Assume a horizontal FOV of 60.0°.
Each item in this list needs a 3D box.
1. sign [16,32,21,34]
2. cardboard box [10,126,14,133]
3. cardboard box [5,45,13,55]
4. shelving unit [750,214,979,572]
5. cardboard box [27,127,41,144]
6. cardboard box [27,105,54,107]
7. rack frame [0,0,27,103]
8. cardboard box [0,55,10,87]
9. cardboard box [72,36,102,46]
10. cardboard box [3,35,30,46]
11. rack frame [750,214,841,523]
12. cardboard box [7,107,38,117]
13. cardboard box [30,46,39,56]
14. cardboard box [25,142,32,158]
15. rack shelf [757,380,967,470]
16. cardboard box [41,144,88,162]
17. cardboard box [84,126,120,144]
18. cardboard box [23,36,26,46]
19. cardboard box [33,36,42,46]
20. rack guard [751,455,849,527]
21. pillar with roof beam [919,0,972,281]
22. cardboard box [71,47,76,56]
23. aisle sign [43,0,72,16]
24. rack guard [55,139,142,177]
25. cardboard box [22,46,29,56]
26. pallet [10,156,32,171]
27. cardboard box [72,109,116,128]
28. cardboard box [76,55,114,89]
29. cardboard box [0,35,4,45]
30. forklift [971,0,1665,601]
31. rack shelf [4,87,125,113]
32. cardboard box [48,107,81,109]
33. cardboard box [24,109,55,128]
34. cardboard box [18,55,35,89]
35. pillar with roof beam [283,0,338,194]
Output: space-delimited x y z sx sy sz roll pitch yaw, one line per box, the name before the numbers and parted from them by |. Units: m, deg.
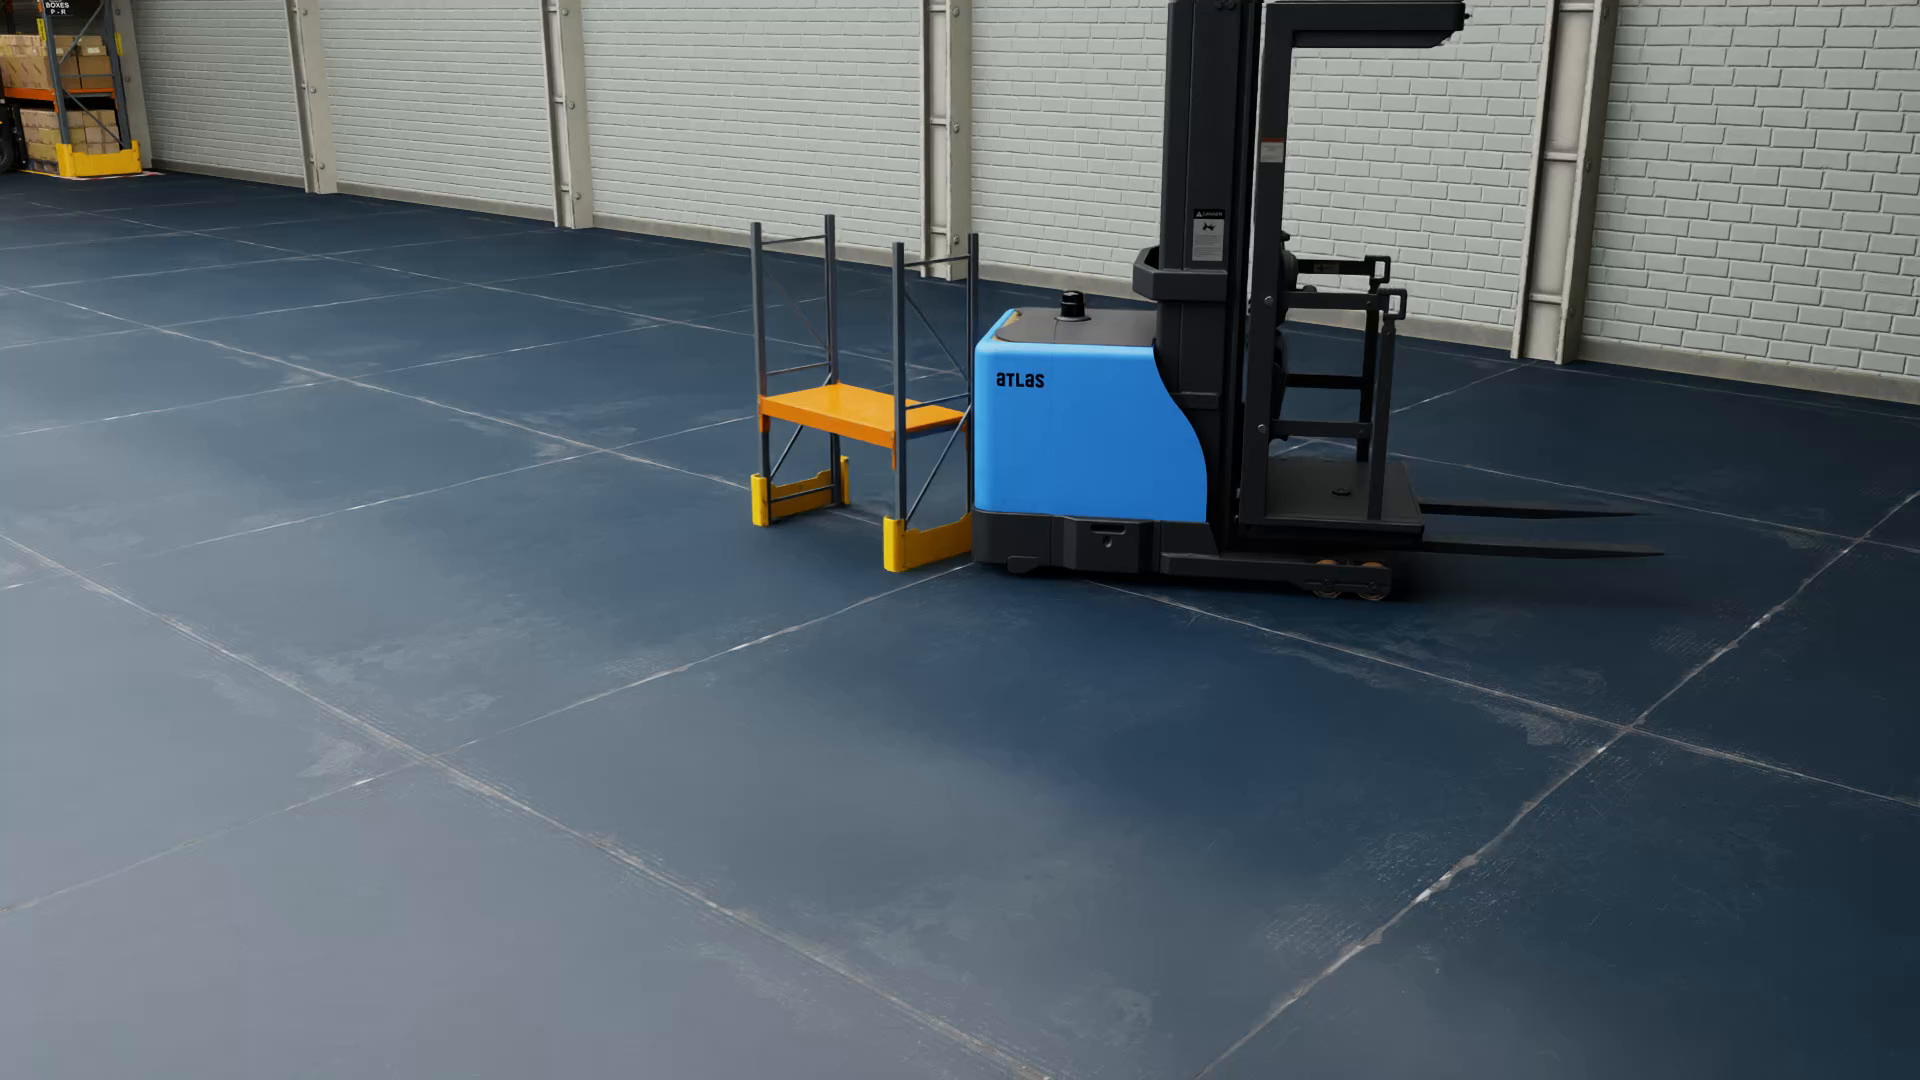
sign | -16.301 -8.640 28.814 0.005 0.325 0.100 15 23 39
cardboard box | -15.388 -6.718 27.347 0.500 0.250 0.500 15 23 39
cardboard box | -15.097 -7.875 26.730 0.250 0.149 0.380 15 23 40
shelving unit | -0.464 -0.742 7.970 0.587 1.500 1.083 -16 24 -41
cardboard box | -14.616 -6.518 26.716 0.500 0.250 0.500 15 23 39
cardboard box | -15.413 -7.171 27.948 0.500 0.250 0.500 15 23 40
rack frame | -16.668 -8.063 28.560 0.127 3.000 1.000 15 23 39
cardboard box | -15.367 -7.655 27.108 0.500 0.500 0.500 15 23 40
cardboard box | -13.786 -7.875 26.236 0.250 0.149 0.380 14 23 38
cardboard box | -15.105 -8.017 26.684 0.250 0.149 0.380 16 23 40
rack frame | -0.811 -0.851 8.313 0.500 1.500 0.032 -16 24 -41
cardboard box | -15.371 -6.952 27.257 0.500 0.250 0.500 14 23 38
cardboard box | -14.332 -7.668 26.076 0.250 0.149 0.380 16 23 40
cardboard box | -14.971 -6.377 27.098 0.500 0.250 0.500 15 23 40
rack shelf | -0.458 -0.569 8.018 0.538 0.185 1.000 -16 24 -41
cardboard box | -14.237 -6.173 26.454 0.500 0.250 0.500 15 23 40
cardboard box | -13.890 -6.529 26.752 0.500 0.250 0.500 16 23 40
cardboard box | -14.640 -7.939 26.438 0.250 0.149 0.380 15 23 40
cardboard box | -14.289 -7.826 26.082 0.250 0.149 0.380 15 23 39
rack guard | -0.810 -0.255 8.501 0.587 0.250 0.087 -16 24 -41
pillar with roof beam | -2.993 -5.875 11.748 0.400 9.000 9.100 15 23 39
cardboard box | -13.985 -7.779 26.427 0.250 0.149 0.380 15 23 39
aisle sign | -13.822 -8.420 25.385 0.004 0.787 0.394 15 23 39
rack guard | -13.658 -6.064 26.393 0.348 0.500 1.175 15 23 39
cardboard box | -14.664 -7.786 26.449 0.250 0.149 0.380 15 23 39
pallet | -15.184 -6.320 27.677 1.213 0.211 1.003 15 23 39
cardboard box | -13.910 -6.766 26.670 0.500 0.250 0.500 15 23 38
cardboard box | -13.862 -7.470 26.526 0.500 0.500 0.500 16 24 41
cardboard box | -15.412 -8.144 27.085 0.250 0.149 0.380 15 23 39
forklift | 1.619 -1.305 7.379 3.031 2.935 1.130 3 18 10
rack shelf | -15.172 -7.319 27.404 4.000 0.370 1.077 15 23 39
cardboard box | -14.653 -6.968 27.307 0.500 0.250 0.500 15 23 39
cardboard box | -14.613 -6.749 26.619 0.500 0.250 0.500 16 23 40
cardboard box | -14.600 -7.454 26.473 0.500 0.500 0.500 16 24 41
pillar with roof beam | -11.969 -8.285 19.340 0.400 9.000 9.100 15 23 39
